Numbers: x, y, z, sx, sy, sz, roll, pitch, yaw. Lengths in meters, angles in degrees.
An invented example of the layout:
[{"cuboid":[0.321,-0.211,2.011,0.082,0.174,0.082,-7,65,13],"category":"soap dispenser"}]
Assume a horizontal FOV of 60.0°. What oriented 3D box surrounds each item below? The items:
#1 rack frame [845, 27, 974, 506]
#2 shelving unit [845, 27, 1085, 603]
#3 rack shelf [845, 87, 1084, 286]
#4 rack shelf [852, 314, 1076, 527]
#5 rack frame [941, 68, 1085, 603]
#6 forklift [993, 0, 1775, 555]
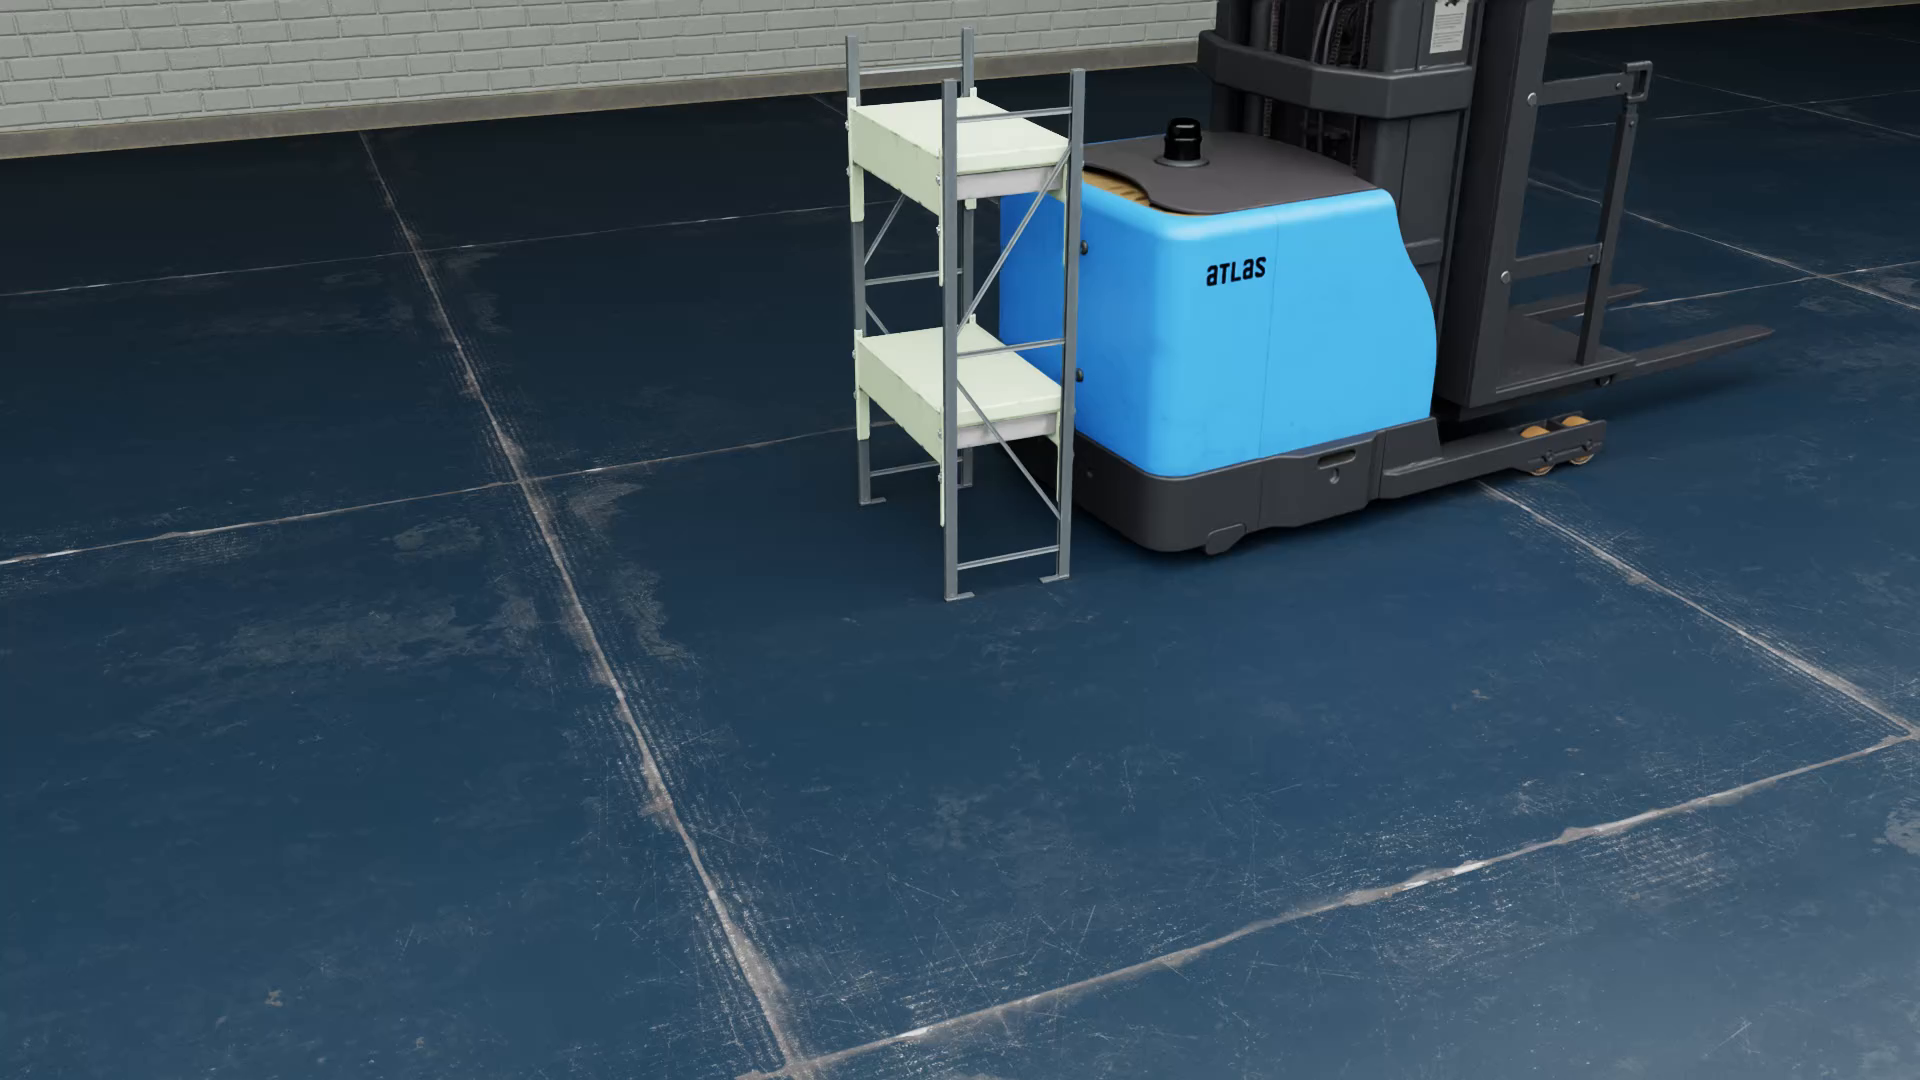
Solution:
[{"cuboid":[-0.146,-0.824,5.229,0.400,1.500,0.023,-11,28,-21],"category":"rack frame"},{"cuboid":[-0.003,-0.677,4.926,0.431,1.500,0.755,-11,28,-21],"category":"shelving unit"},{"cuboid":[-0.003,-1.027,4.755,0.431,0.370,0.720,-11,28,-21],"category":"rack shelf"},{"cuboid":[-0.003,-0.384,5.070,0.431,0.370,0.720,-11,28,-21],"category":"rack shelf"},{"cuboid":[0.141,-0.529,4.624,0.400,1.500,0.023,-11,28,-21],"category":"rack frame"},{"cuboid":[1.654,-1.725,5.442,3.031,2.935,1.130,-14,29,-26],"category":"forklift"}]
